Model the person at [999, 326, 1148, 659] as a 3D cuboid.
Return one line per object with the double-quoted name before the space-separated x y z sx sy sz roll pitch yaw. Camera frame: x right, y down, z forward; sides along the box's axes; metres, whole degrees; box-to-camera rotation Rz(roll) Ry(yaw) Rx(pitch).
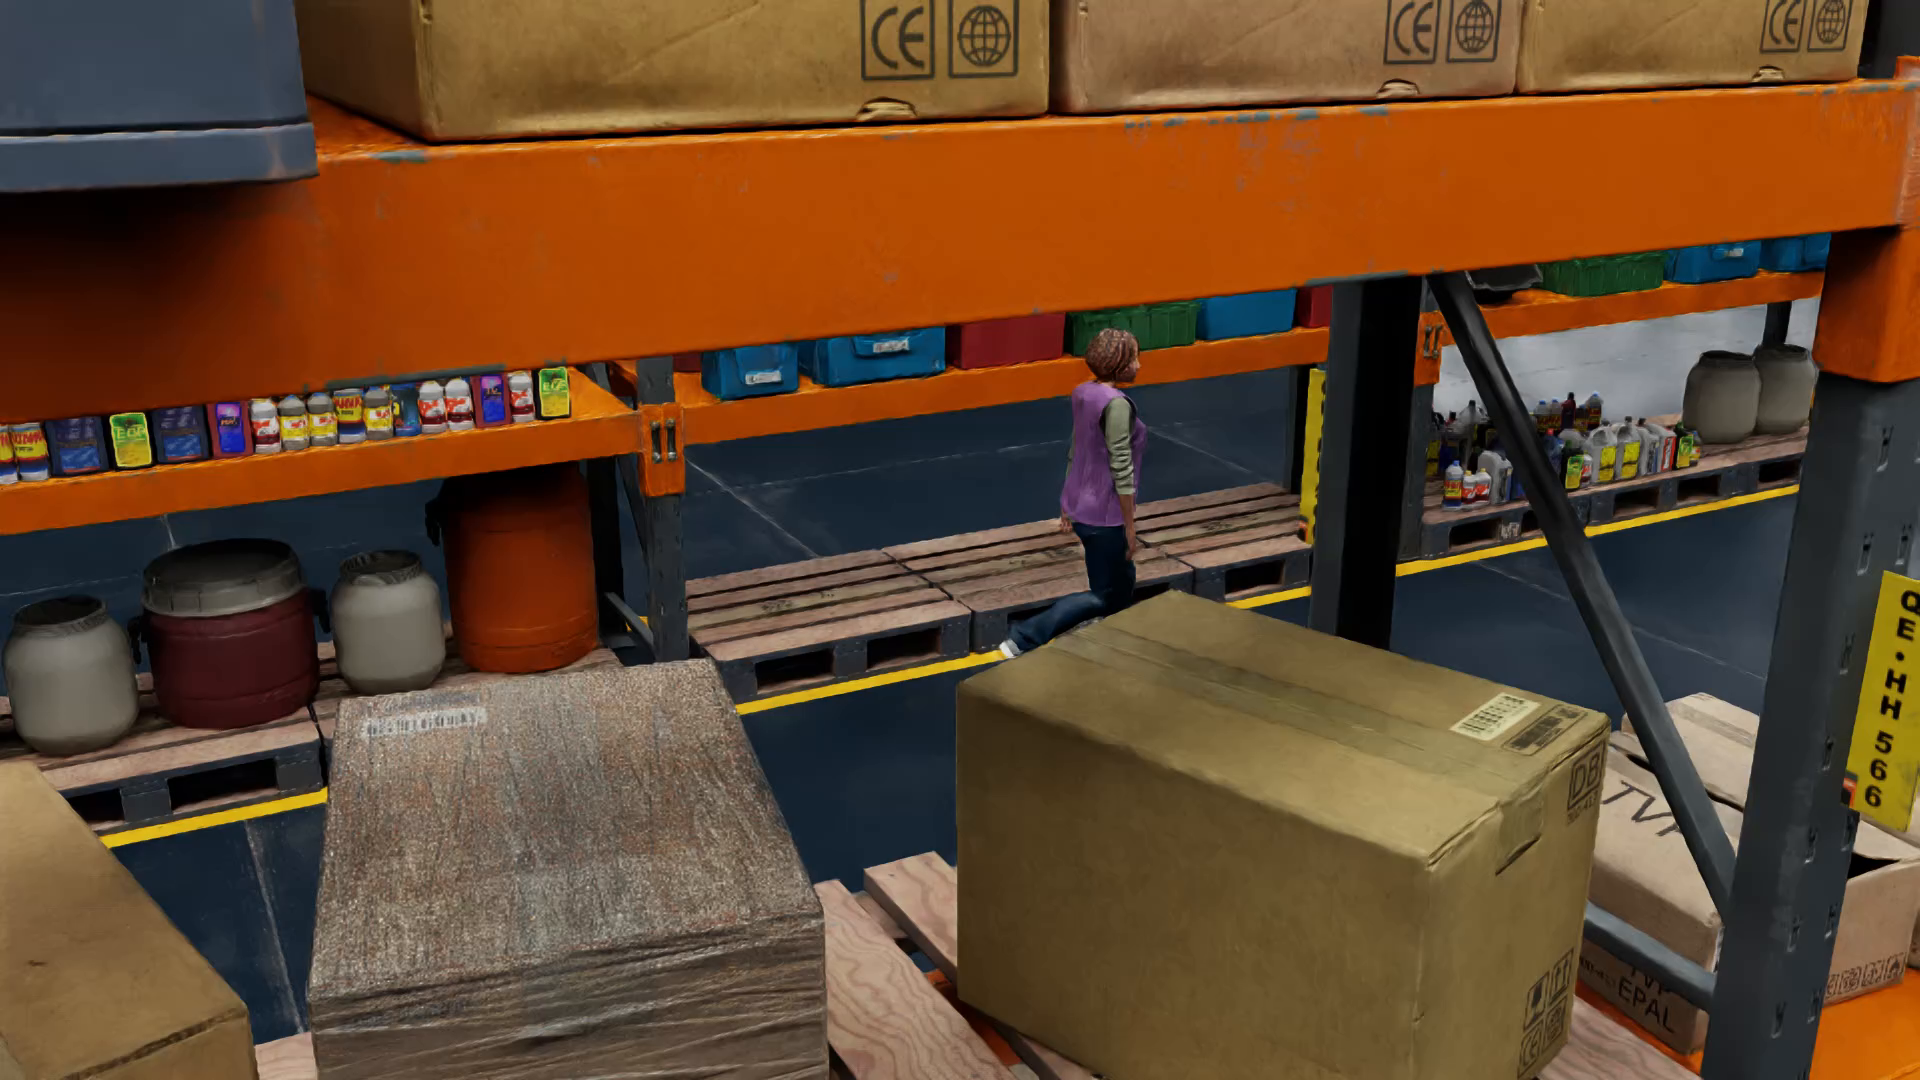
"person" 0.537 -0.108 6.885 0.797 1.561 0.467 -5 19 -15
